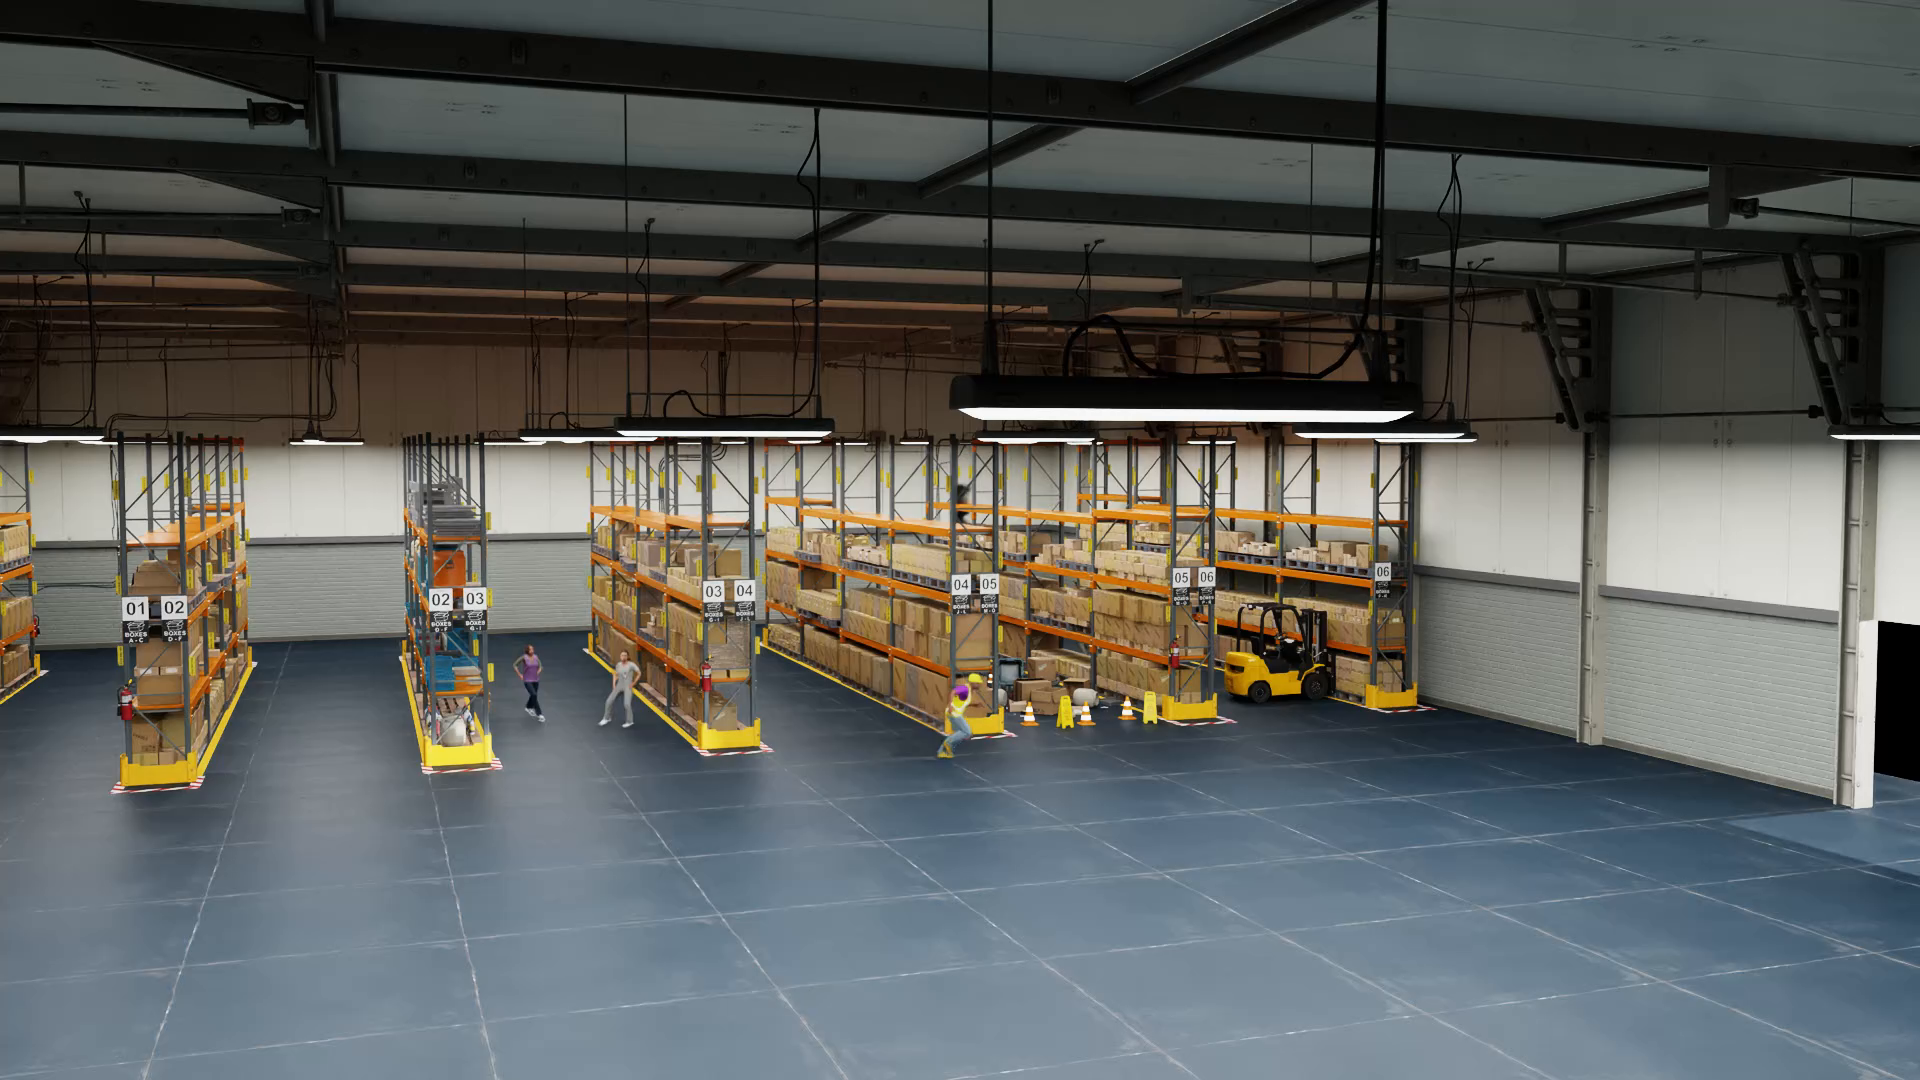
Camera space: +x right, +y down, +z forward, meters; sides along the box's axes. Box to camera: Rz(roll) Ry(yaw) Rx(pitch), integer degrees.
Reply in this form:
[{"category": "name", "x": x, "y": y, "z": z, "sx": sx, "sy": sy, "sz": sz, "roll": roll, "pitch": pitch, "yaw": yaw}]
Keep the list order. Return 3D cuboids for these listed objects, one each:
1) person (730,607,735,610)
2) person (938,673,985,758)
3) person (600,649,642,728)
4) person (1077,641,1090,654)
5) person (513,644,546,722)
[{"category": "person", "x": -6.655, "y": 2.255, "z": 47.532, "sx": 0.569, "sy": 1.688, "sz": 0.687, "roll": -2, "pitch": 4, "yaw": -26}, {"category": "person", "x": 0.007, "y": 3.235, "z": 30.508, "sx": 0.870, "sy": 1.577, "sz": 0.738, "roll": 1, "pitch": 3, "yaw": 12}, {"category": "person", "x": -6.989, "y": 3.041, "z": 34.183, "sx": 0.886, "sy": 1.596, "sz": 0.426, "roll": 1, "pitch": 3, "yaw": 16}, {"category": "person", "x": 3.325, "y": 2.428, "z": 45.522, "sx": 0.537, "sy": 1.566, "sz": 0.529, "roll": -2, "pitch": 4, "yaw": -31}, {"category": "person", "x": -9.034, "y": 2.984, "z": 34.898, "sx": 0.592, "sy": 1.602, "sz": 0.791, "roll": -3, "pitch": 4, "yaw": -43}]
